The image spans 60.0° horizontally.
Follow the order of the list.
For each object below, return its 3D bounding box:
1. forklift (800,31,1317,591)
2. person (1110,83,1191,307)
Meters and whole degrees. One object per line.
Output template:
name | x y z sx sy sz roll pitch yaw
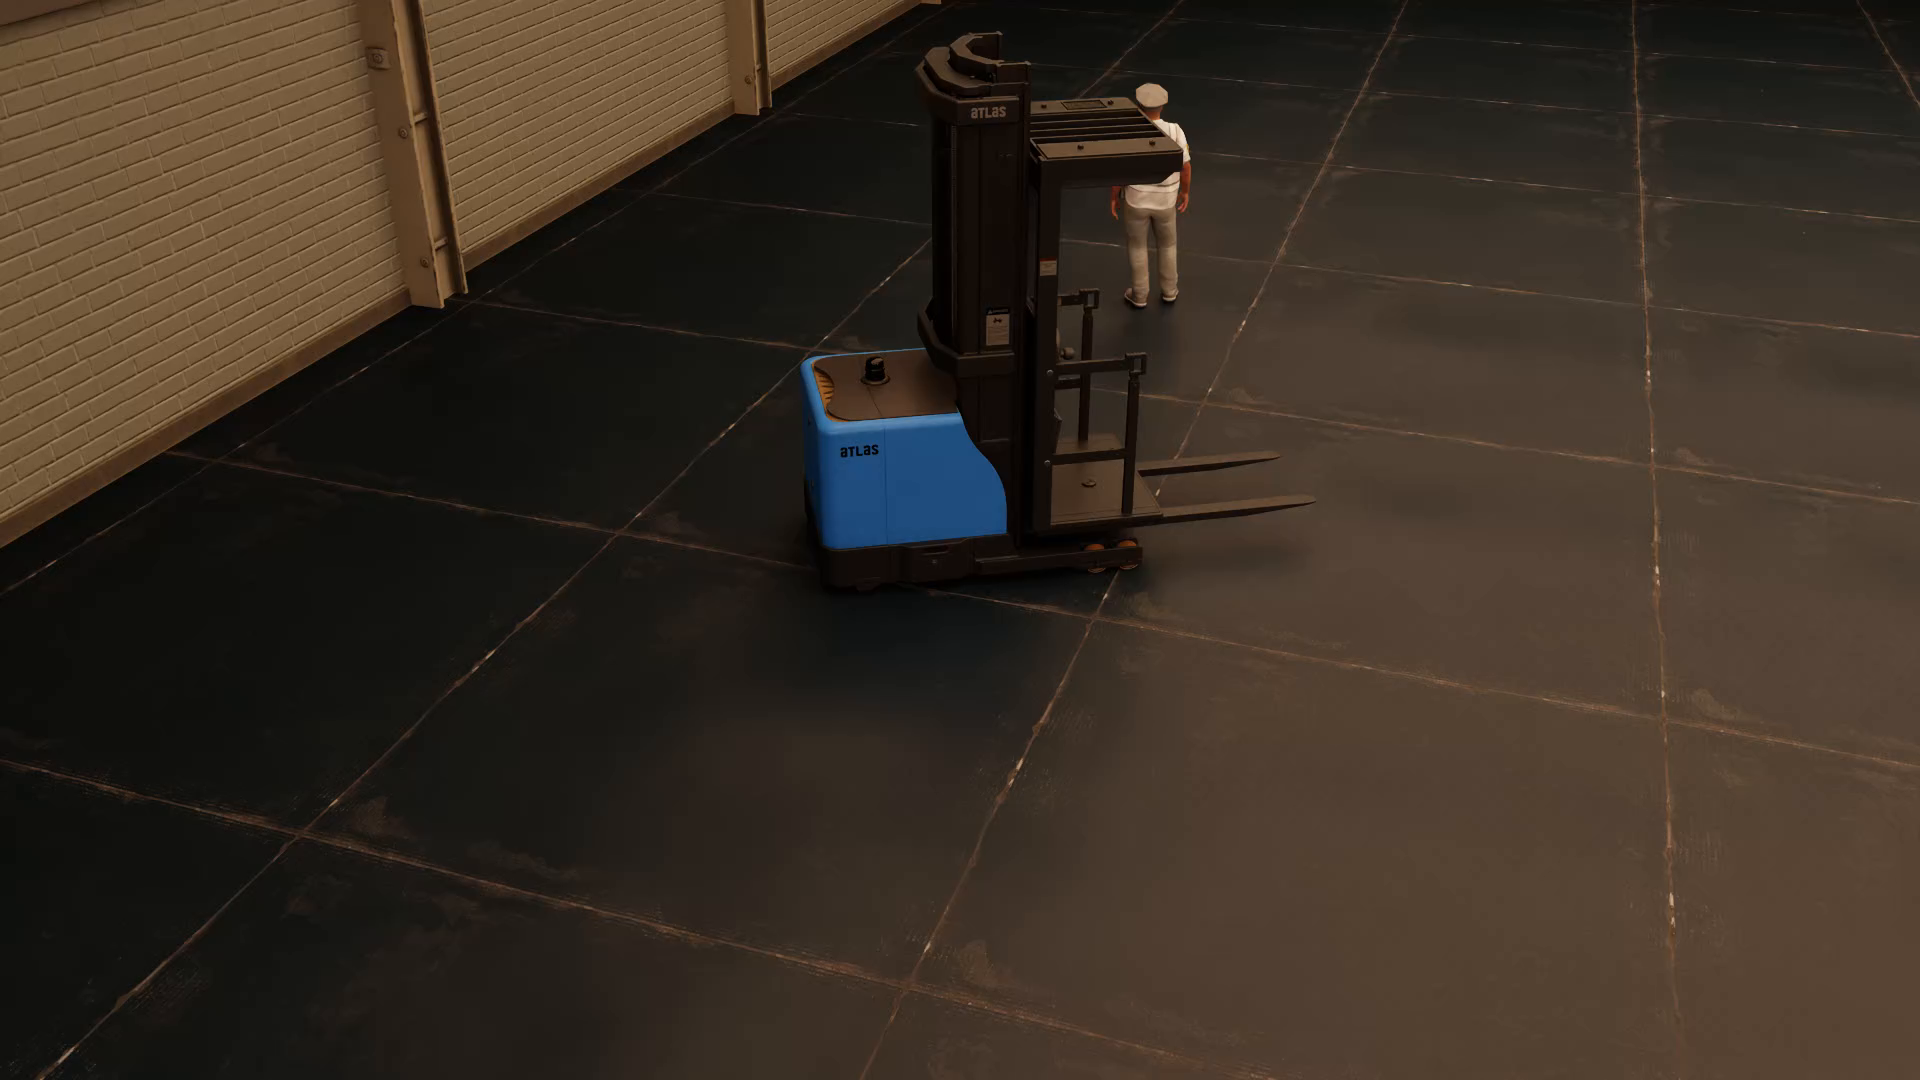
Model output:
forklift | 0.612 -1.333 9.475 3.031 2.935 1.130 -6 30 -10
person | 1.480 -2.701 13.021 0.640 1.781 0.576 -2 30 -3
